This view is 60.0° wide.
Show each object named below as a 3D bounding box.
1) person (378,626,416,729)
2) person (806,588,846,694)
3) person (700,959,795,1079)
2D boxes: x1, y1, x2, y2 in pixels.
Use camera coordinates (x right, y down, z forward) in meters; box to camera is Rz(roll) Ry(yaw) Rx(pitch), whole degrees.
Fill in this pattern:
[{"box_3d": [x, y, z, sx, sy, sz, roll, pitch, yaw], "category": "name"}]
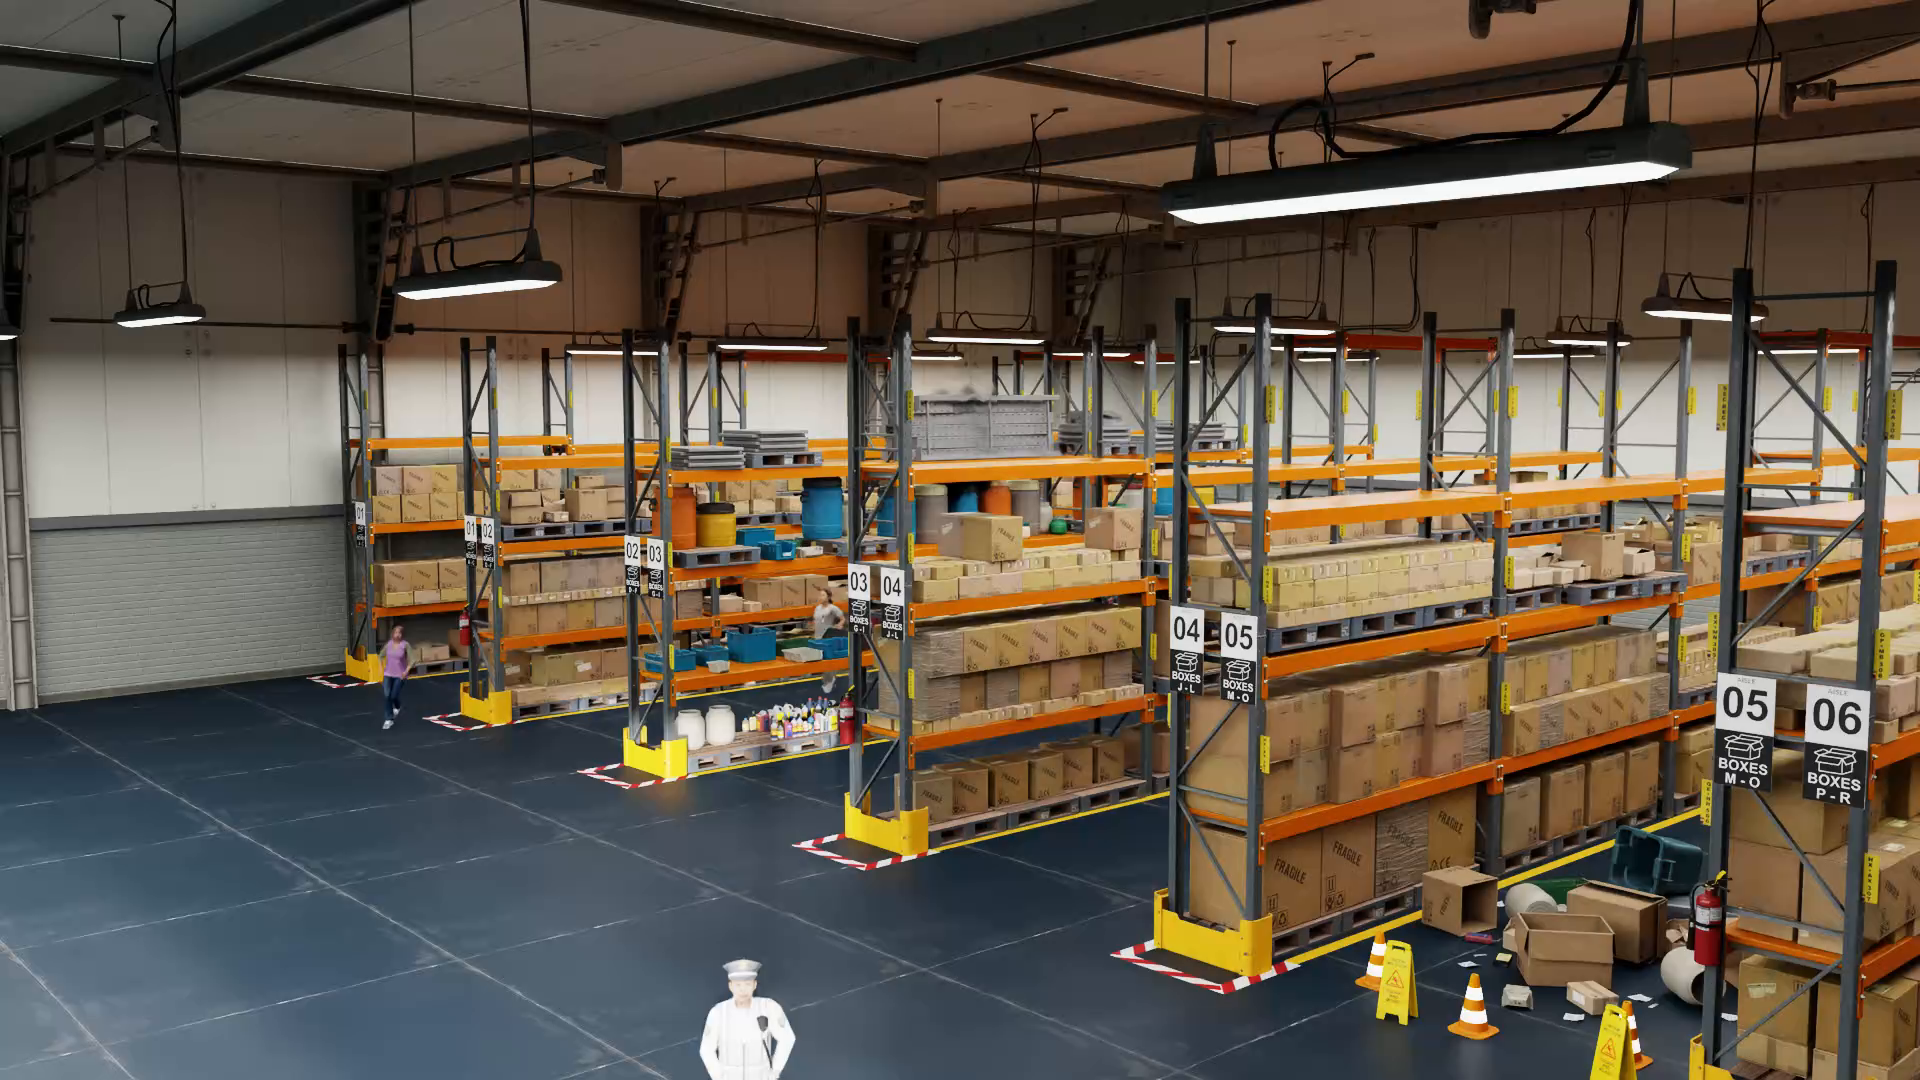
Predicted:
[{"box_3d": [-8.698, 2.103, 25.688, 0.582, 1.564, 0.528, 0, 5, -1], "category": "person"}, {"box_3d": [-2.218, 1.645, 27.016, 0.548, 1.709, 0.613, 4, 7, 38], "category": "person"}, {"box_3d": [-1.328, 3.411, 10.382, 0.592, 1.651, 0.539, 0, 5, -4], "category": "person"}]
